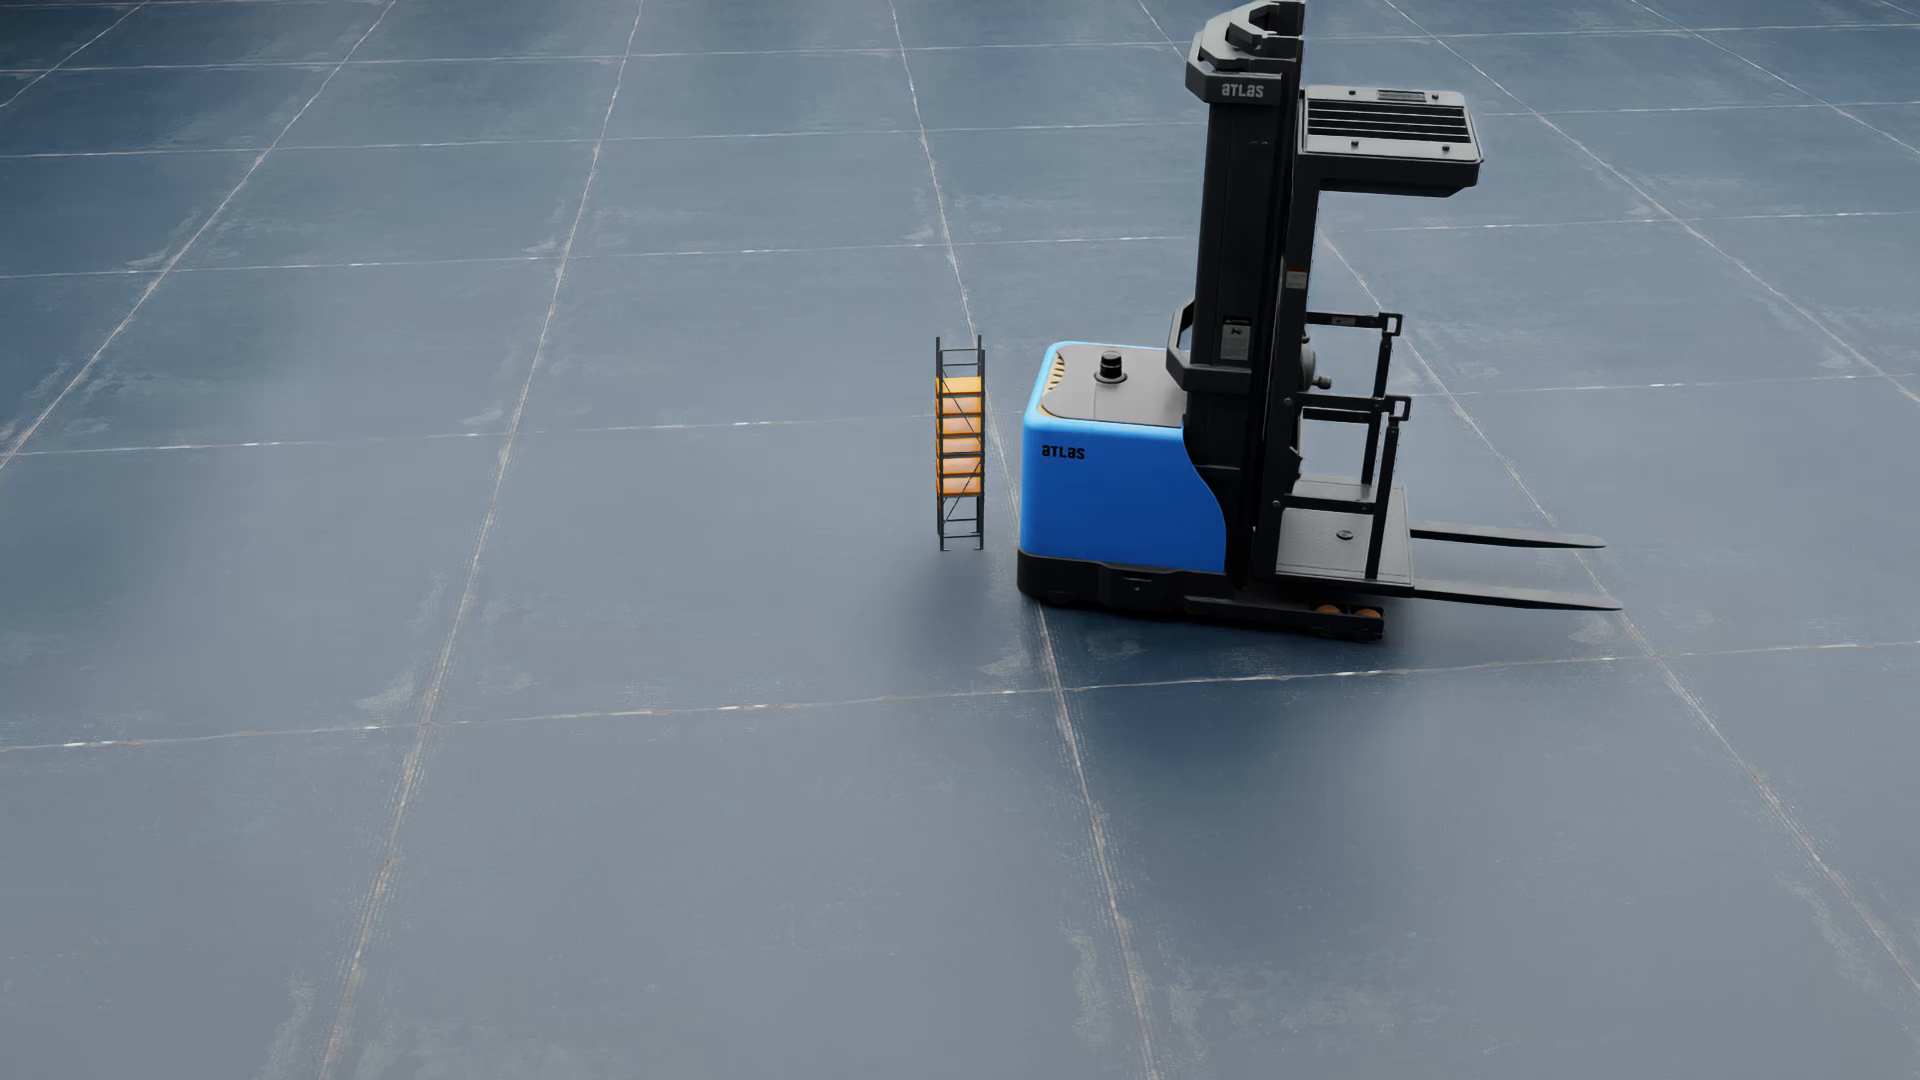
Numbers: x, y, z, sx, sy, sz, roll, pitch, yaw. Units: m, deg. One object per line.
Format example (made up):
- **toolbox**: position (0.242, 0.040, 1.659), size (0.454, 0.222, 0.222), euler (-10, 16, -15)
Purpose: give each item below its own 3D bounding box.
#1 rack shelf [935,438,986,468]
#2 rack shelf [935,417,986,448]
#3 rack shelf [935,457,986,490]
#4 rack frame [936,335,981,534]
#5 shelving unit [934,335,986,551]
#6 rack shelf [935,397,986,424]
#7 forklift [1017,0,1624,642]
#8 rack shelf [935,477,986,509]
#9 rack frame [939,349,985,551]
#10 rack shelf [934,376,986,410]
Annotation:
- **rack shelf**: position (0.001, -0.470, 8.953), size (0.258, 0.103, 0.180), euler (-3, 31, -5)
- **rack shelf**: position (0.001, -0.573, 8.891), size (0.258, 0.103, 0.180), euler (-3, 31, -5)
- **rack shelf**: position (0.001, -0.367, 9.014), size (0.258, 0.103, 0.180), euler (-3, 31, -5)
- **rack frame**: position (-0.007, -0.554, 9.008), size (0.240, 1.200, 0.006), euler (-3, 31, -5)
- **shelving unit**: position (0.001, -0.508, 8.930), size (0.258, 1.200, 0.189), euler (-3, 31, -5)
- **rack shelf**: position (0.001, -0.676, 8.830), size (0.258, 0.103, 0.180), euler (-3, 31, -5)
- **forklift**: position (1.866, -1.039, 8.130), size (3.031, 2.935, 1.130), euler (5, 31, 9)
- **rack shelf**: position (0.001, -0.264, 9.076), size (0.258, 0.103, 0.180), euler (-3, 31, -5)
- **rack frame**: position (0.010, -0.461, 8.852), size (0.240, 1.200, 0.006), euler (-3, 31, -5)
- **rack shelf**: position (0.001, -0.779, 8.768), size (0.258, 0.103, 0.180), euler (-3, 31, -5)
